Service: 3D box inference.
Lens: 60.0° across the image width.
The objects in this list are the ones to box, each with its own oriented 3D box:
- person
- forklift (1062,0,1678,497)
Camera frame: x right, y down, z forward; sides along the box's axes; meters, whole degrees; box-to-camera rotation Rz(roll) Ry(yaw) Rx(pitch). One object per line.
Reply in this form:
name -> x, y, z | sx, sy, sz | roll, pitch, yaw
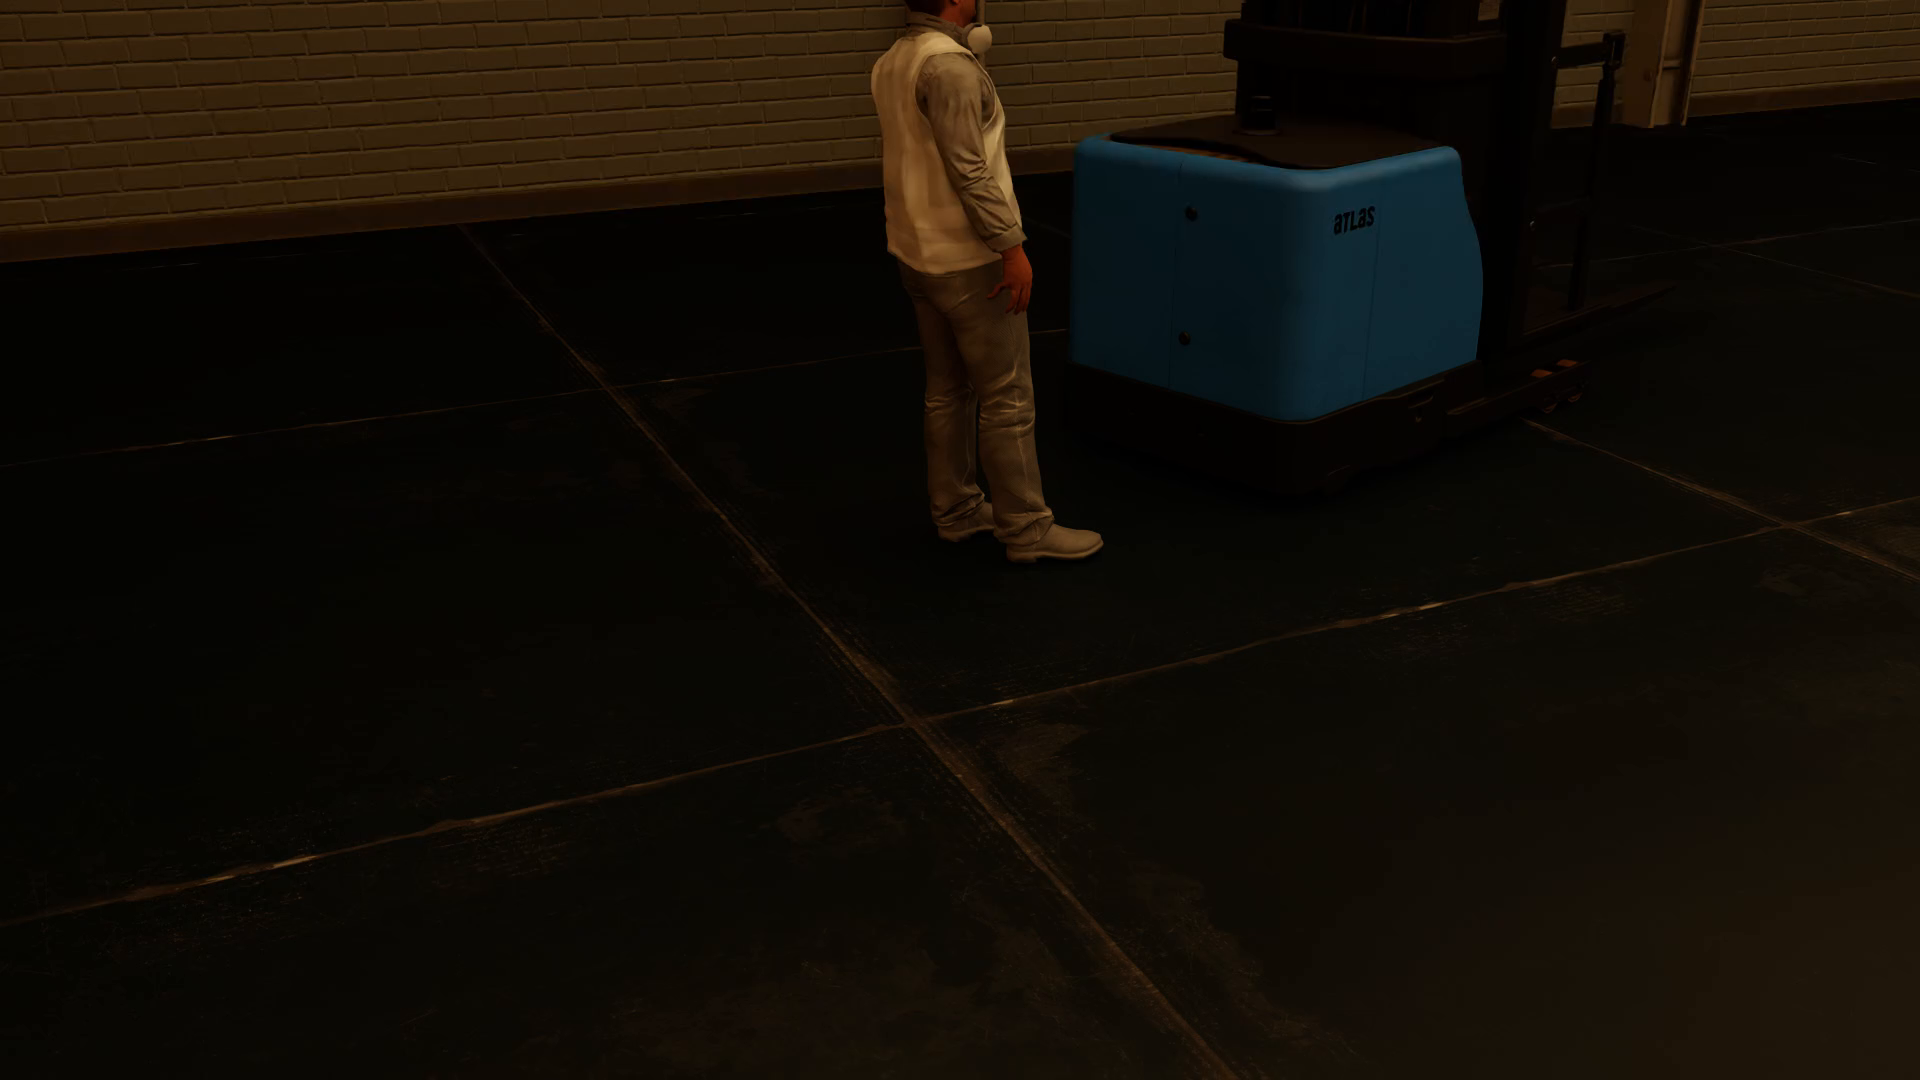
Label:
person -> 0.060, -0.834, 4.781 | 0.568, 1.774, 0.633 | -10, 25, -23
forklift -> 1.782, -1.957, 5.997 | 3.031, 2.935, 1.130 | -20, 30, -39
